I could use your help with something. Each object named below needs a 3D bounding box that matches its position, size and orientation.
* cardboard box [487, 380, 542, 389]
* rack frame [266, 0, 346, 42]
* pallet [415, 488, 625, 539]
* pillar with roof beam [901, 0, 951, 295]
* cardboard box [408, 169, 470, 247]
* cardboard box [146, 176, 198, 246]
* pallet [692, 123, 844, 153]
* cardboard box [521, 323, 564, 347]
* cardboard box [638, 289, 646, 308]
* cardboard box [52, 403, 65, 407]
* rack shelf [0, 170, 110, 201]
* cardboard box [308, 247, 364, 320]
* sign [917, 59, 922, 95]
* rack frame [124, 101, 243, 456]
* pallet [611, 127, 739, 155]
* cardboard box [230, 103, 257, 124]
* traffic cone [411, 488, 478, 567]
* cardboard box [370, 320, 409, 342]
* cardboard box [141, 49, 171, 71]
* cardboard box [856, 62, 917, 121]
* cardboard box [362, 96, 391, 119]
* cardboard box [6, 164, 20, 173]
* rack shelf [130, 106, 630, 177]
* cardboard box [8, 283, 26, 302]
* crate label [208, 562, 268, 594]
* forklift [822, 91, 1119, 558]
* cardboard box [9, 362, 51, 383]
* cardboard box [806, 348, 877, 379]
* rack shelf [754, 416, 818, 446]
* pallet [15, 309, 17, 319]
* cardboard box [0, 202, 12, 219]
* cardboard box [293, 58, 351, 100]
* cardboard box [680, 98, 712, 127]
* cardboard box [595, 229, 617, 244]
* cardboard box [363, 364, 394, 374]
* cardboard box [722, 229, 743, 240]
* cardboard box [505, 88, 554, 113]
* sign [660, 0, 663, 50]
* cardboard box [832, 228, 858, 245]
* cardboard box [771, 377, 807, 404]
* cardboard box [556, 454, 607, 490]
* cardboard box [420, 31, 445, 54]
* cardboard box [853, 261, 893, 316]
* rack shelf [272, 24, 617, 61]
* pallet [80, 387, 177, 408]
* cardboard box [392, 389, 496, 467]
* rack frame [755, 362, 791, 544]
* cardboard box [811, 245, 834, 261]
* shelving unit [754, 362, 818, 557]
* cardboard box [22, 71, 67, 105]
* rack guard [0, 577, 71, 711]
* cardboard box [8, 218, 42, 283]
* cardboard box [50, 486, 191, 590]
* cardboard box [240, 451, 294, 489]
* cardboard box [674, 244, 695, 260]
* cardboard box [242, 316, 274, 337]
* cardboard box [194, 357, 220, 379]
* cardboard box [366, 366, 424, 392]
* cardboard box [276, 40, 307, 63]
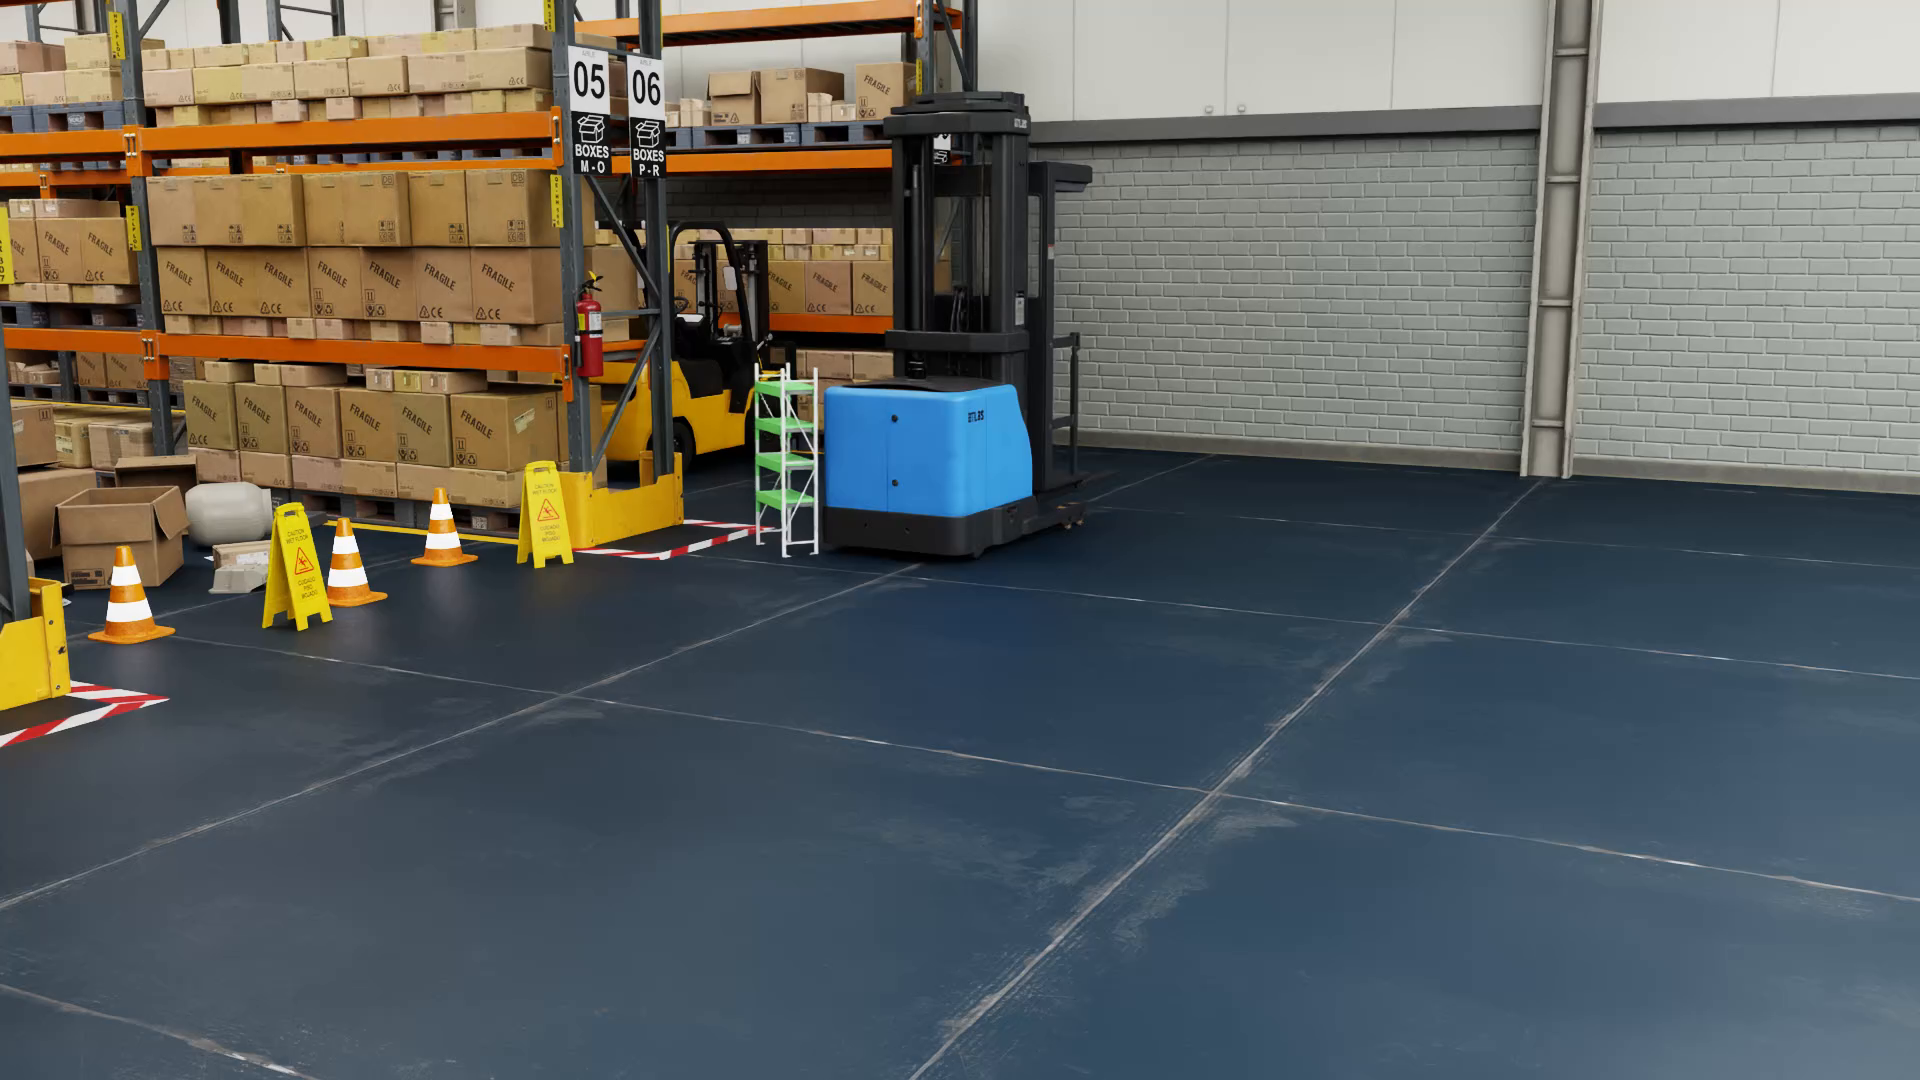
[{"bbox_3d":[-3.393,-0.889,12.158,0.500,0.500,0.500,5,11,24],"label":"cardboard box"},{"bbox_3d":[-7.281,-5.892,18.519,0.127,3.000,1.000,5,11,26],"label":"rack frame"},{"bbox_3d":[-3.080,-0.220,11.855,1.213,0.211,1.003,5,11,26],"label":"pallet"},{"bbox_3d":[-2.237,-4.773,12.335,0.400,9.000,9.100,5,11,26],"label":"pillar with roof beam"},{"bbox_3d":[-3.305,-2.251,11.321,0.500,0.500,0.700,5,11,26],"label":"cardboard box"},{"bbox_3d":[-5.588,-2.450,12.423,0.500,0.500,0.700,5,11,25],"label":"cardboard box"},{"bbox_3d":[-1.827,-3.898,16.172,1.213,0.211,1.003,5,11,26],"label":"pallet"},{"bbox_3d":[-2.729,-1.388,11.185,0.250,0.149,0.380,5,12,28],"label":"cardboard box"},{"bbox_3d":[-2.937,-2.559,16.667,0.500,0.500,0.500,5,12,27],"label":"cardboard box"},{"bbox_3d":[-8.306,-0.958,14.299,0.625,0.372,0.950,5,11,25],"label":"cardboard box"},{"bbox_3d":[-12.661,-4.535,21.463,4.000,0.370,1.077,5,11,26],"label":"rack shelf"},{"bbox_3d":[-4.248,-1.834,11.826,0.500,0.500,0.500,5,11,26],"label":"cardboard box"},{"bbox_3d":[-0.359,-4.097,14.758,0.005,0.325,0.100,5,11,26],"label":"sign"},{"bbox_3d":[-5.886,-1.832,12.930,0.127,3.000,1.000,5,11,26],"label":"rack frame"},{"bbox_3d":[-2.917,-3.994,16.704,1.213,0.211,1.003,5,11,26],"label":"pallet"},{"bbox_3d":[-5.027,-3.063,12.015,0.250,0.149,0.380,5,12,28],"label":"cardboard box"},{"bbox_3d":[-3.256,-0.096,10.463,0.334,0.463,0.336,5,11,26],"label":"traffic cone"},{"bbox_3d":[-3.907,-1.478,11.680,0.250,0.149,0.380,5,11,25],"label":"cardboard box"},{"bbox_3d":[-5.748,-3.500,12.189,0.250,0.149,0.380,5,11,25],"label":"cardboard box"},{"bbox_3d":[-0.611,-4.087,15.225,0.500,0.500,0.500,5,12,28],"label":"cardboard box"},{"bbox_3d":[-3.879,-2.958,11.434,0.250,0.149,0.380,5,11,24],"label":"cardboard box"},{"bbox_3d":[-11.539,-4.609,20.555,0.250,0.149,0.380,5,11,26],"label":"cardboard box"},{"bbox_3d":[-4.093,-2.796,11.856,4.000,0.370,1.077,5,11,26],"label":"rack shelf"},{"bbox_3d":[-7.379,-1.994,13.352,0.250,0.149,0.380,5,11,26],"label":"cardboard box"},{"bbox_3d":[-4.174,0.216,9.652,0.298,0.136,0.250,-1,10,-4],"label":"crate label"},{"bbox_3d":[0.241,-1.550,11.563,1.130,2.935,3.031,5,12,27],"label":"forklift"},{"bbox_3d":[-11.818,-2.142,21.140,0.258,0.266,0.396,5,12,28],"label":"cardboard box"},{"bbox_3d":[-1.118,-1.681,15.831,0.500,0.250,0.500,5,12,27],"label":"cardboard box"},{"bbox_3d":[-1.127,-0.705,10.759,0.258,0.148,0.480,-4,11,-26],"label":"rack shelf"},{"bbox_3d":[-8.787,-2.014,14.472,1.003,0.211,1.213,5,11,26],"label":"pallet"},{"bbox_3d":[-7.882,-2.785,14.078,0.250,0.149,0.380,4,11,23],"label":"cardboard box"},{"bbox_3d":[-4.249,-3.182,11.553,0.500,0.250,0.500,5,11,26],"label":"cardboard box"},{"bbox_3d":[-2.497,-4.125,16.096,0.258,0.266,0.396,5,11,24],"label":"cardboard box"},{"bbox_3d":[-3.539,-3.067,16.818,0.250,0.149,0.380,5,12,27],"label":"cardboard box"},{"bbox_3d":[-6.138,-1.877,18.666,0.625,0.625,0.875,5,12,28],"label":"cardboard box"},{"bbox_3d":[-2.117,-2.962,16.234,0.250,0.149,0.380,5,11,26],"label":"cardboard box"},{"bbox_3d":[-2.743,-2.853,10.852,0.250,0.149,0.380,5,11,26],"label":"cardboard box"},{"bbox_3d":[-2.059,-3.510,11.322,0.005,0.325,0.100,5,11,26],"label":"sign"},{"bbox_3d":[-1.002,-2.850,15.617,0.250,0.149,0.380,5,12,27],"label":"cardboard box"},{"bbox_3d":[-1.598,-1.476,16.103,0.500,0.250,0.500,5,11,25],"label":"cardboard box"},{"bbox_3d":[-2.900,-0.478,11.991,0.500,0.250,0.500,5,11,25],"label":"cardboard box"},{"bbox_3d":[-3.389,-3.313,11.156,0.250,0.149,0.380,5,11,26],"label":"cardboard box"},{"bbox_3d":[-0.664,-2.356,15.544,0.500,0.500,0.500,5,11,25],"label":"cardboard box"},{"bbox_3d":[-5.487,-5.184,17.748,4.000,0.370,1.077,5,11,26],"label":"rack shelf"},{"bbox_3d":[-10.122,-1.825,20.722,1.213,0.211,1.003,5,11,26],"label":"pallet"},{"bbox_3d":[-3.603,-0.801,11.672,0.500,0.500,0.500,6,12,28],"label":"cardboard box"},{"bbox_3d":[-1.237,-0.571,11.004,0.240,1.200,0.015,-4,11,-26],"label":"rack frame"},{"bbox_3d":[-1.206,-2.728,15.777,0.250,0.149,0.380,5,11,25],"label":"cardboard box"},{"bbox_3d":[-1.129,-0.532,10.789,0.258,1.200,0.503,-4,11,-26],"label":"shelving unit"},{"bbox_3d":[-6.926,-3.504,12.990,0.500,0.250,0.500,5,11,27],"label":"cardboard box"},{"bbox_3d":[-4.377,0.514,6.988,0.348,0.500,1.175,5,11,26],"label":"rack guard"},{"bbox_3d":[-7.308,-2.314,13.300,0.500,0.500,0.500,5,12,28],"label":"cardboard box"},{"bbox_3d":[-4.995,-0.022,9.941,0.637,0.503,0.797,-2,11,-14],"label":"cardboard box"},{"bbox_3d":[-4.993,-0.556,12.420,0.500,0.250,0.500,6,12,29],"label":"cardboard box"},{"bbox_3d":[-2.622,-2.838,16.386,0.250,0.149,0.380,5,11,25],"label":"cardboard box"},{"bbox_3d":[-5.038,-1.580,12.241,0.250,0.149,0.380,5,12,28],"label":"cardboard box"},{"bbox_3d":[-8.670,-1.998,19.686,0.500,0.500,0.500,6,12,28],"label":"cardboard box"},{"bbox_3d":[-3.952,-1.140,11.719,0.250,0.149,0.380,6,12,28],"label":"cardboard box"},{"bbox_3d":[-4.556,-3.406,11.670,0.250,0.149,0.380,5,11,25],"label":"cardboard box"}]
